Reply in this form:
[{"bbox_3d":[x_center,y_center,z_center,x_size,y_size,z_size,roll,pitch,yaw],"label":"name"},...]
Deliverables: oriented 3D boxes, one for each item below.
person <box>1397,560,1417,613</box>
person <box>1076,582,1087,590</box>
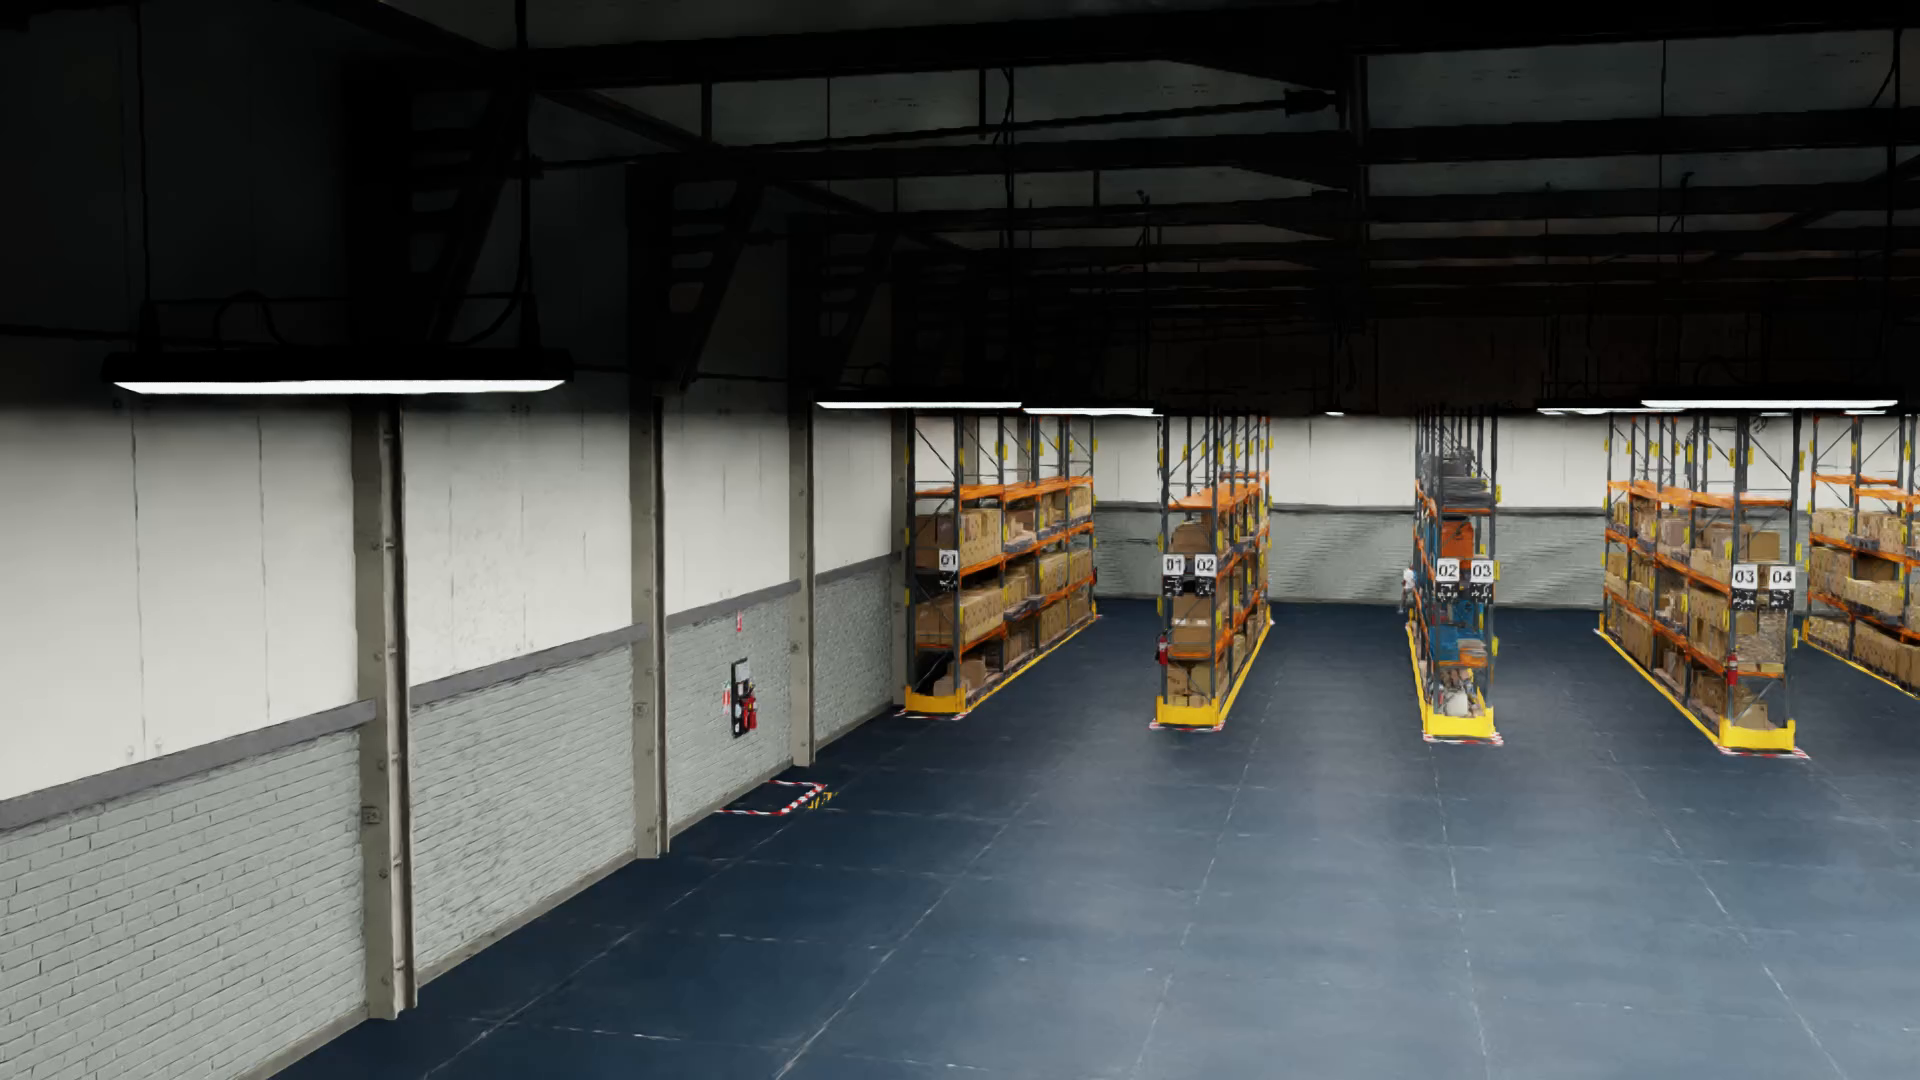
[{"bbox_3d":[13.136,1.384,48.522,0.490,1.624,0.927,-1,4,-9],"label":"person"},{"bbox_3d":[3.505,1.288,49.337,0.622,1.667,0.448,-4,6,-42],"label":"person"}]
